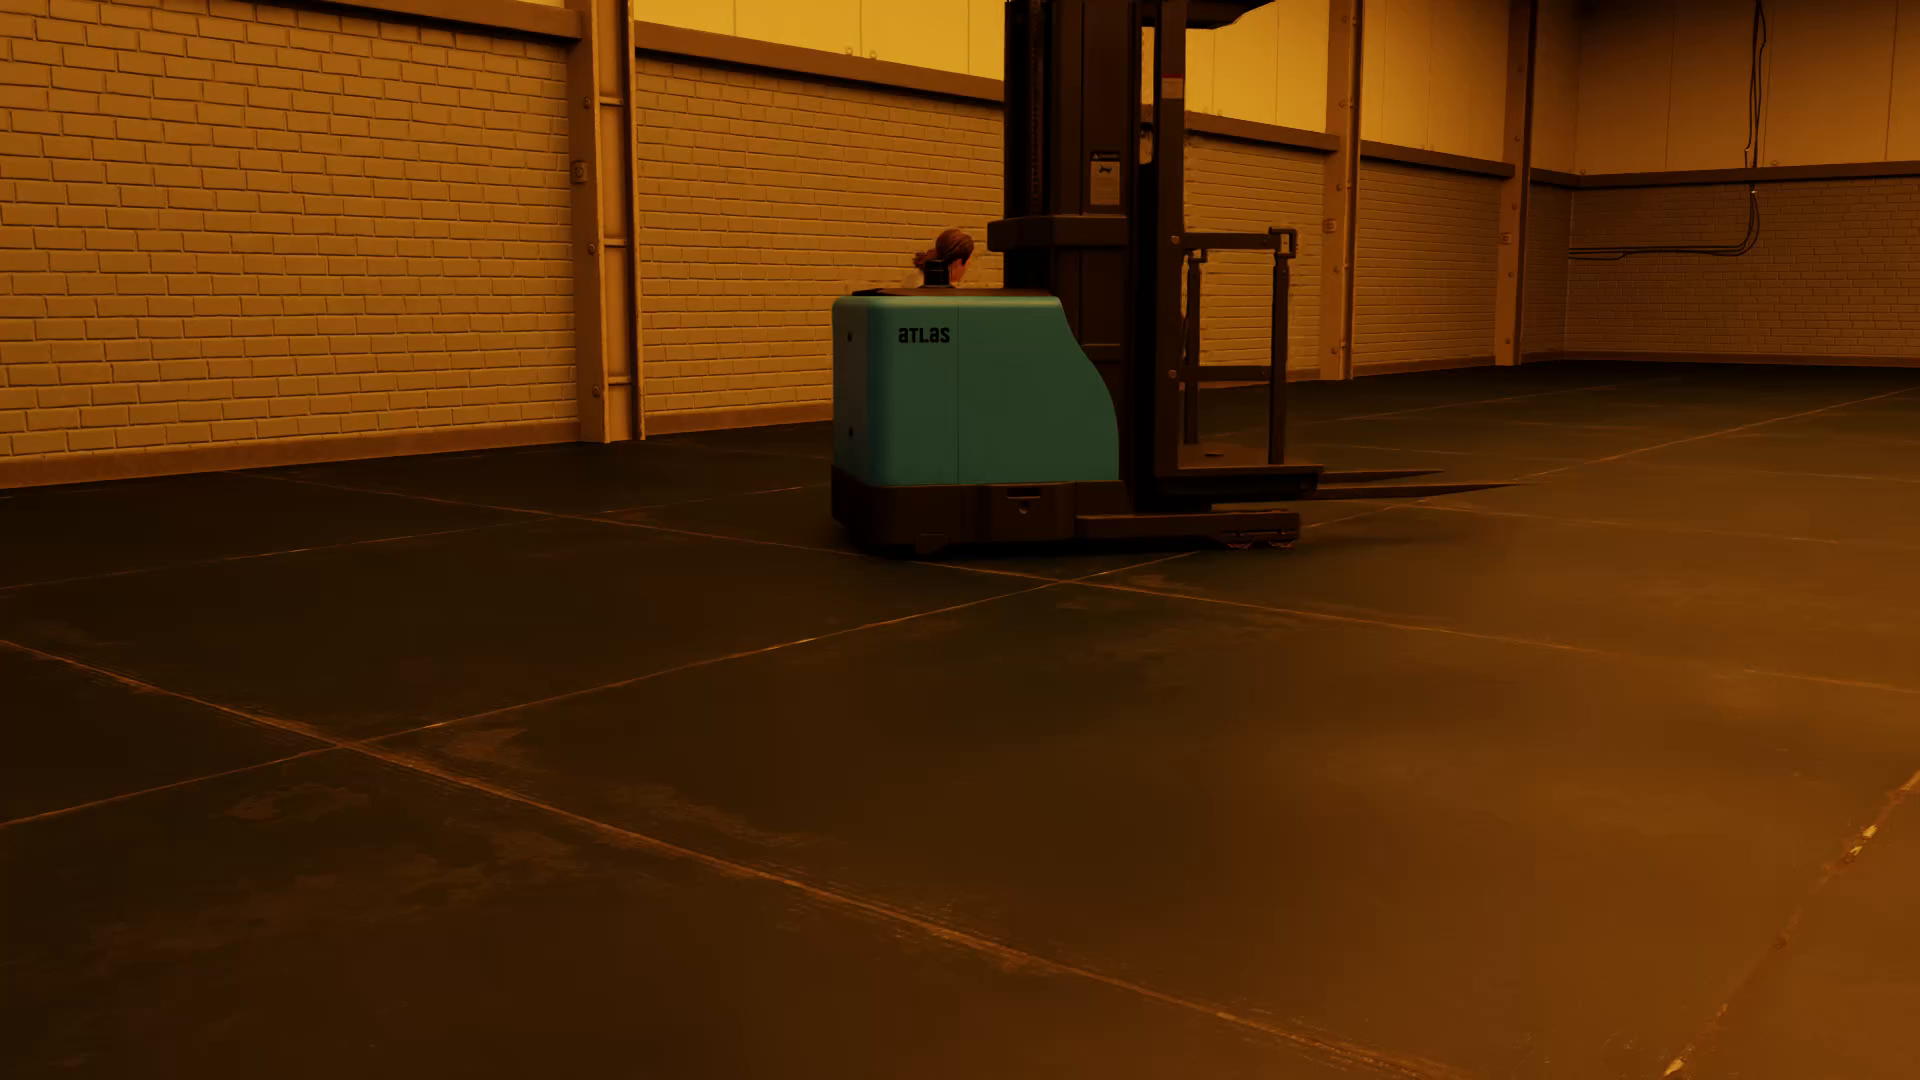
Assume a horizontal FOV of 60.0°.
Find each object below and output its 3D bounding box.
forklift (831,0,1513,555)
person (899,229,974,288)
[{"bbox_3d":[0.983,-1.480,7.397,3.031,2.935,1.130,-2,9,-14],"label":"forklift"},{"bbox_3d":[-0.024,-0.863,8.363,0.719,1.389,1.450,-2,9,-15],"label":"person"}]
